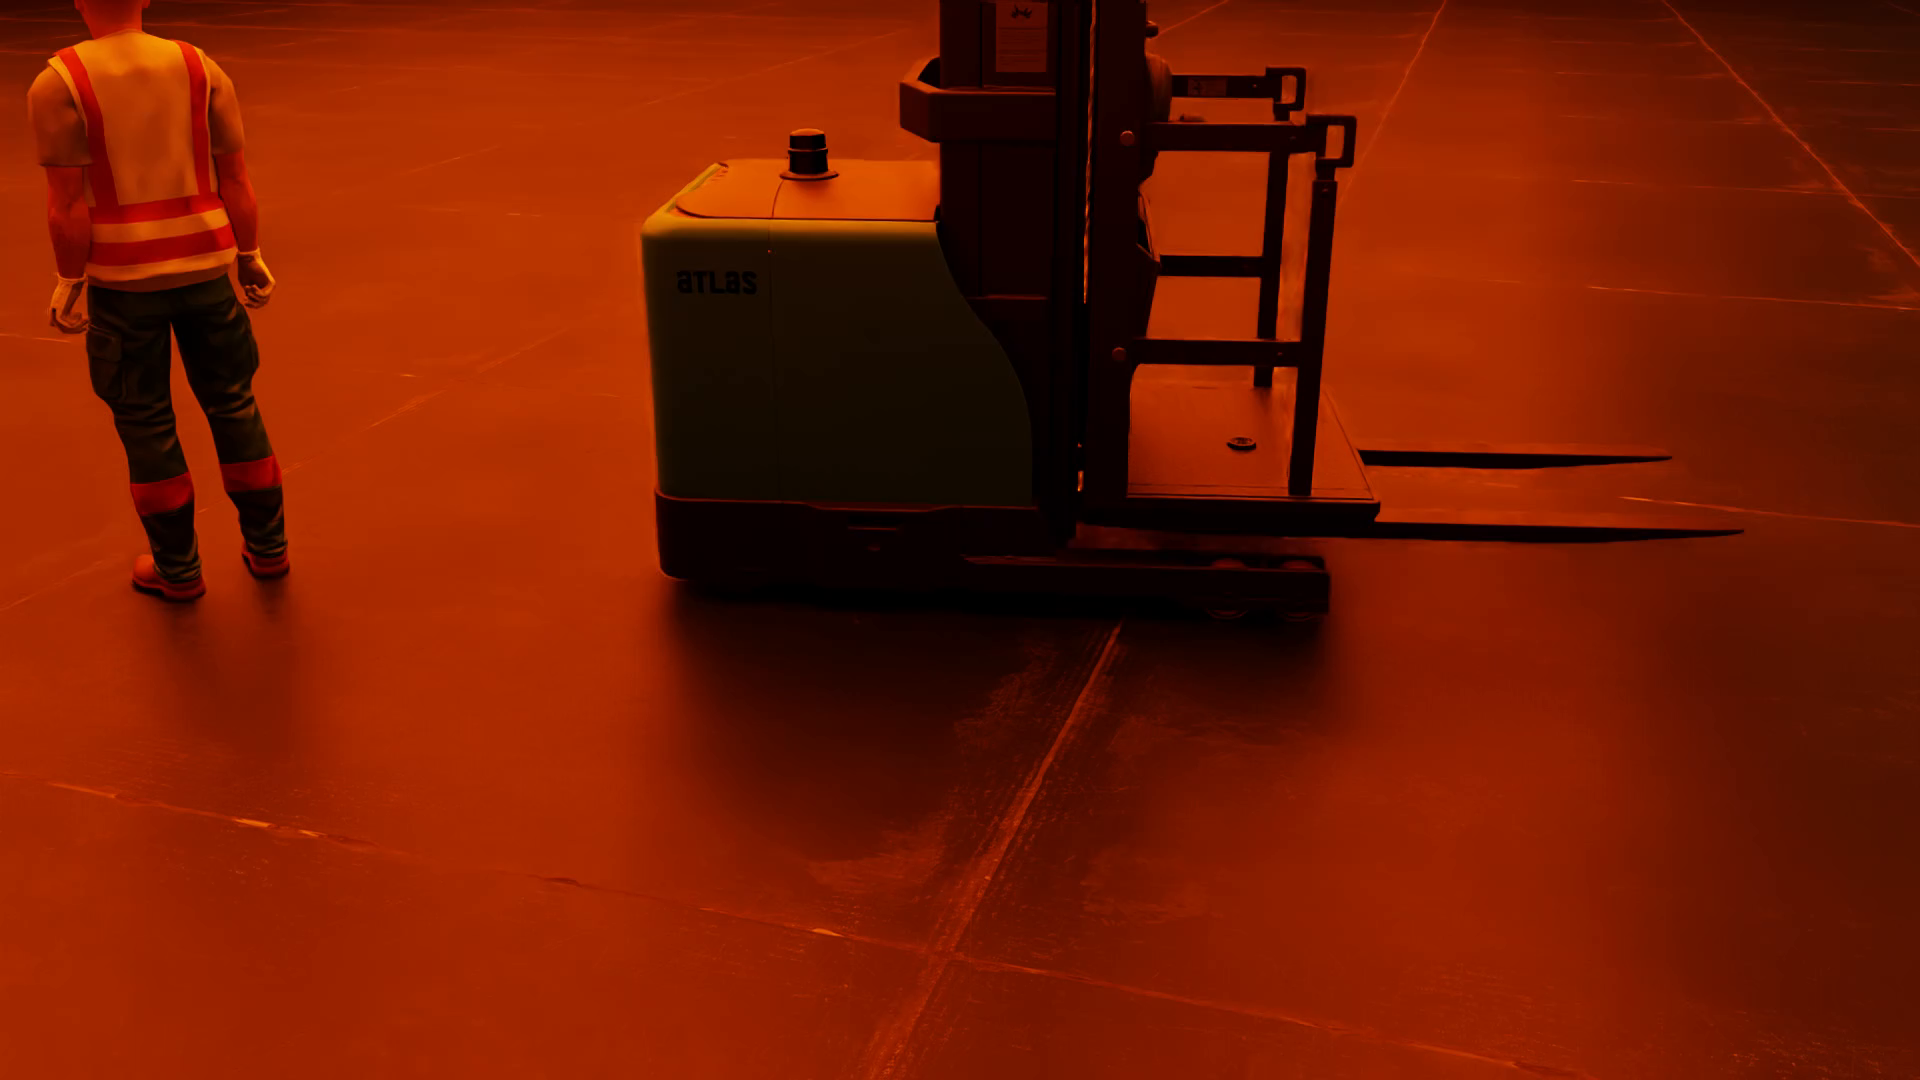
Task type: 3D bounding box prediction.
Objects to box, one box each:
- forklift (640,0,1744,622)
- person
[{"bbox_3d":[0.682,-1.340,4.526,3.031,2.935,1.130,1,22,4],"label":"forklift"},{"bbox_3d":[-2.179,-0.719,4.519,0.581,1.794,0.346,-20,30,-40],"label":"person"}]
